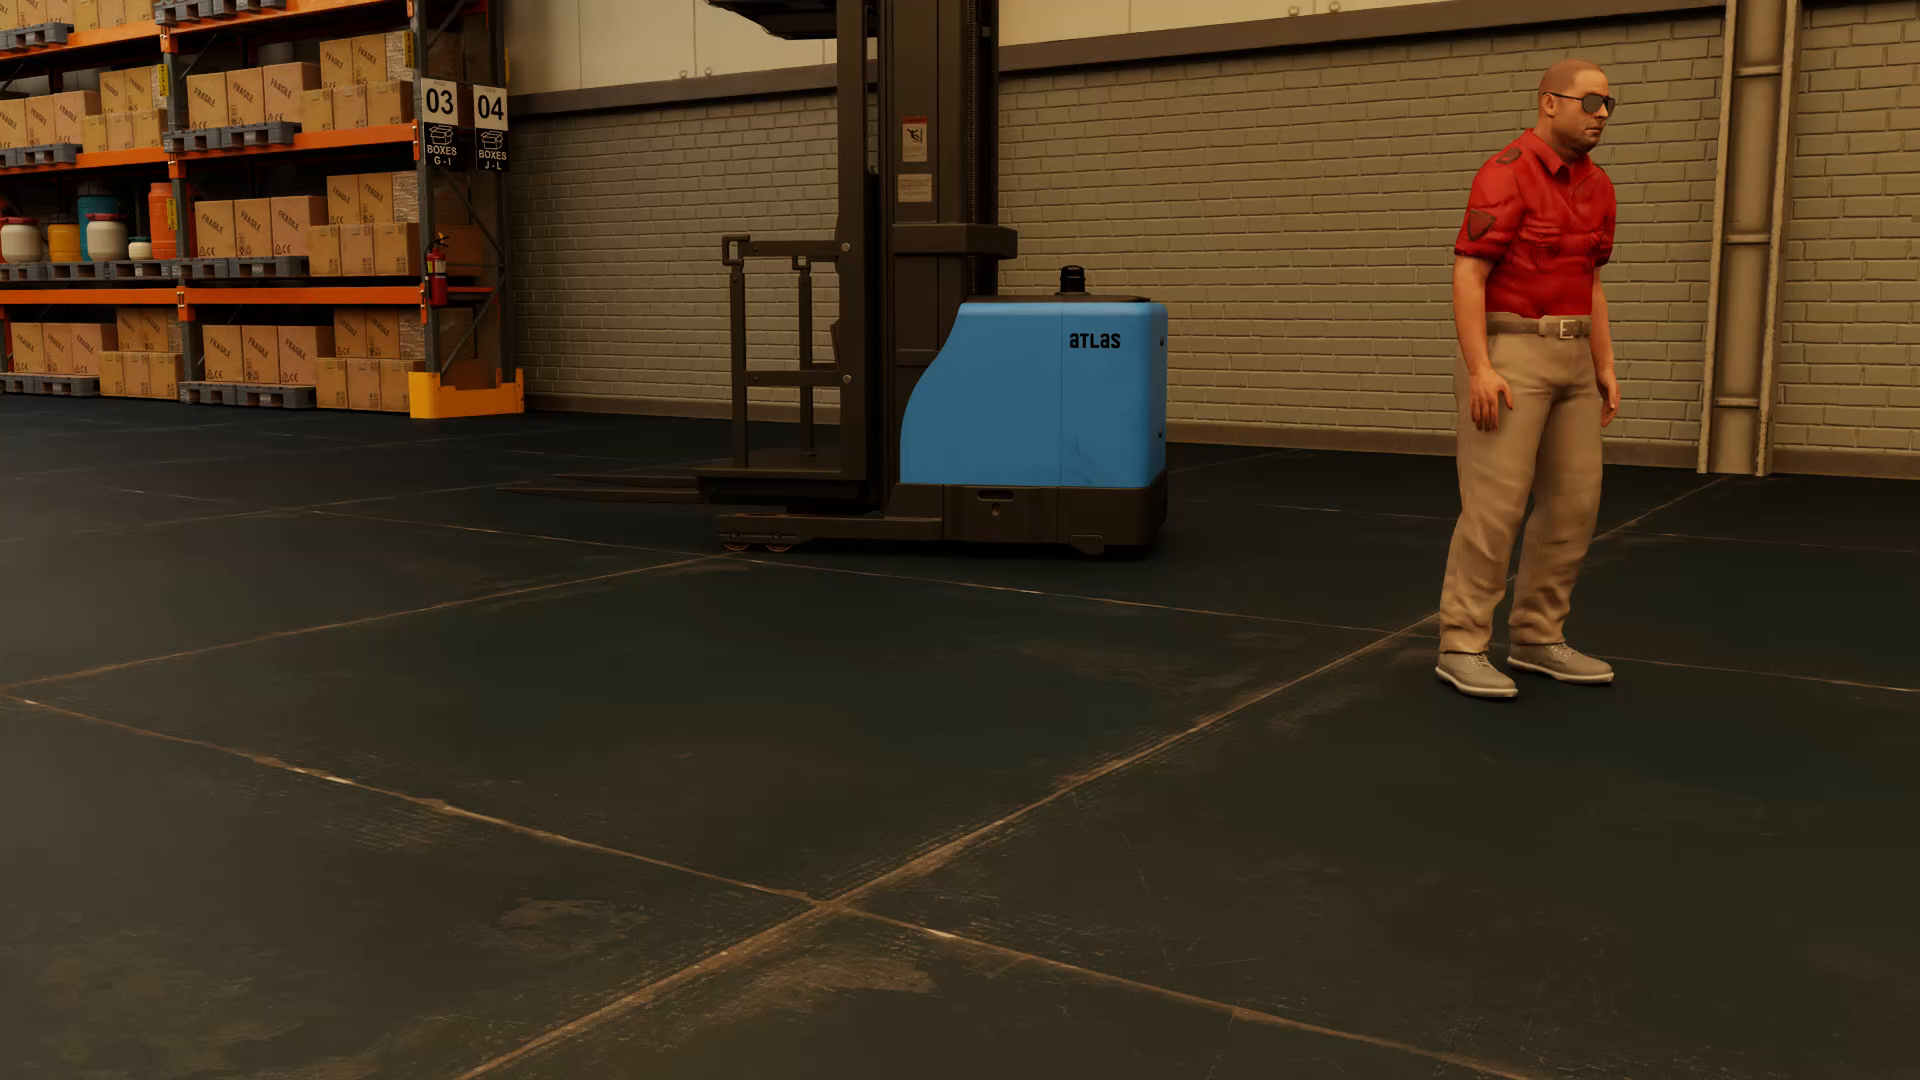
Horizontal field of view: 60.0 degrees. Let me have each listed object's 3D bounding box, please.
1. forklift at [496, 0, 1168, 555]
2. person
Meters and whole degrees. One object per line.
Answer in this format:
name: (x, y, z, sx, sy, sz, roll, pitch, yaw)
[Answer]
forklift: (-0.596, -1.469, 7.520, 3.031, 2.935, 1.130, 2, 8, 12)
person: (1.616, -0.456, 4.666, 0.606, 1.728, 0.391, -5, 9, -30)
